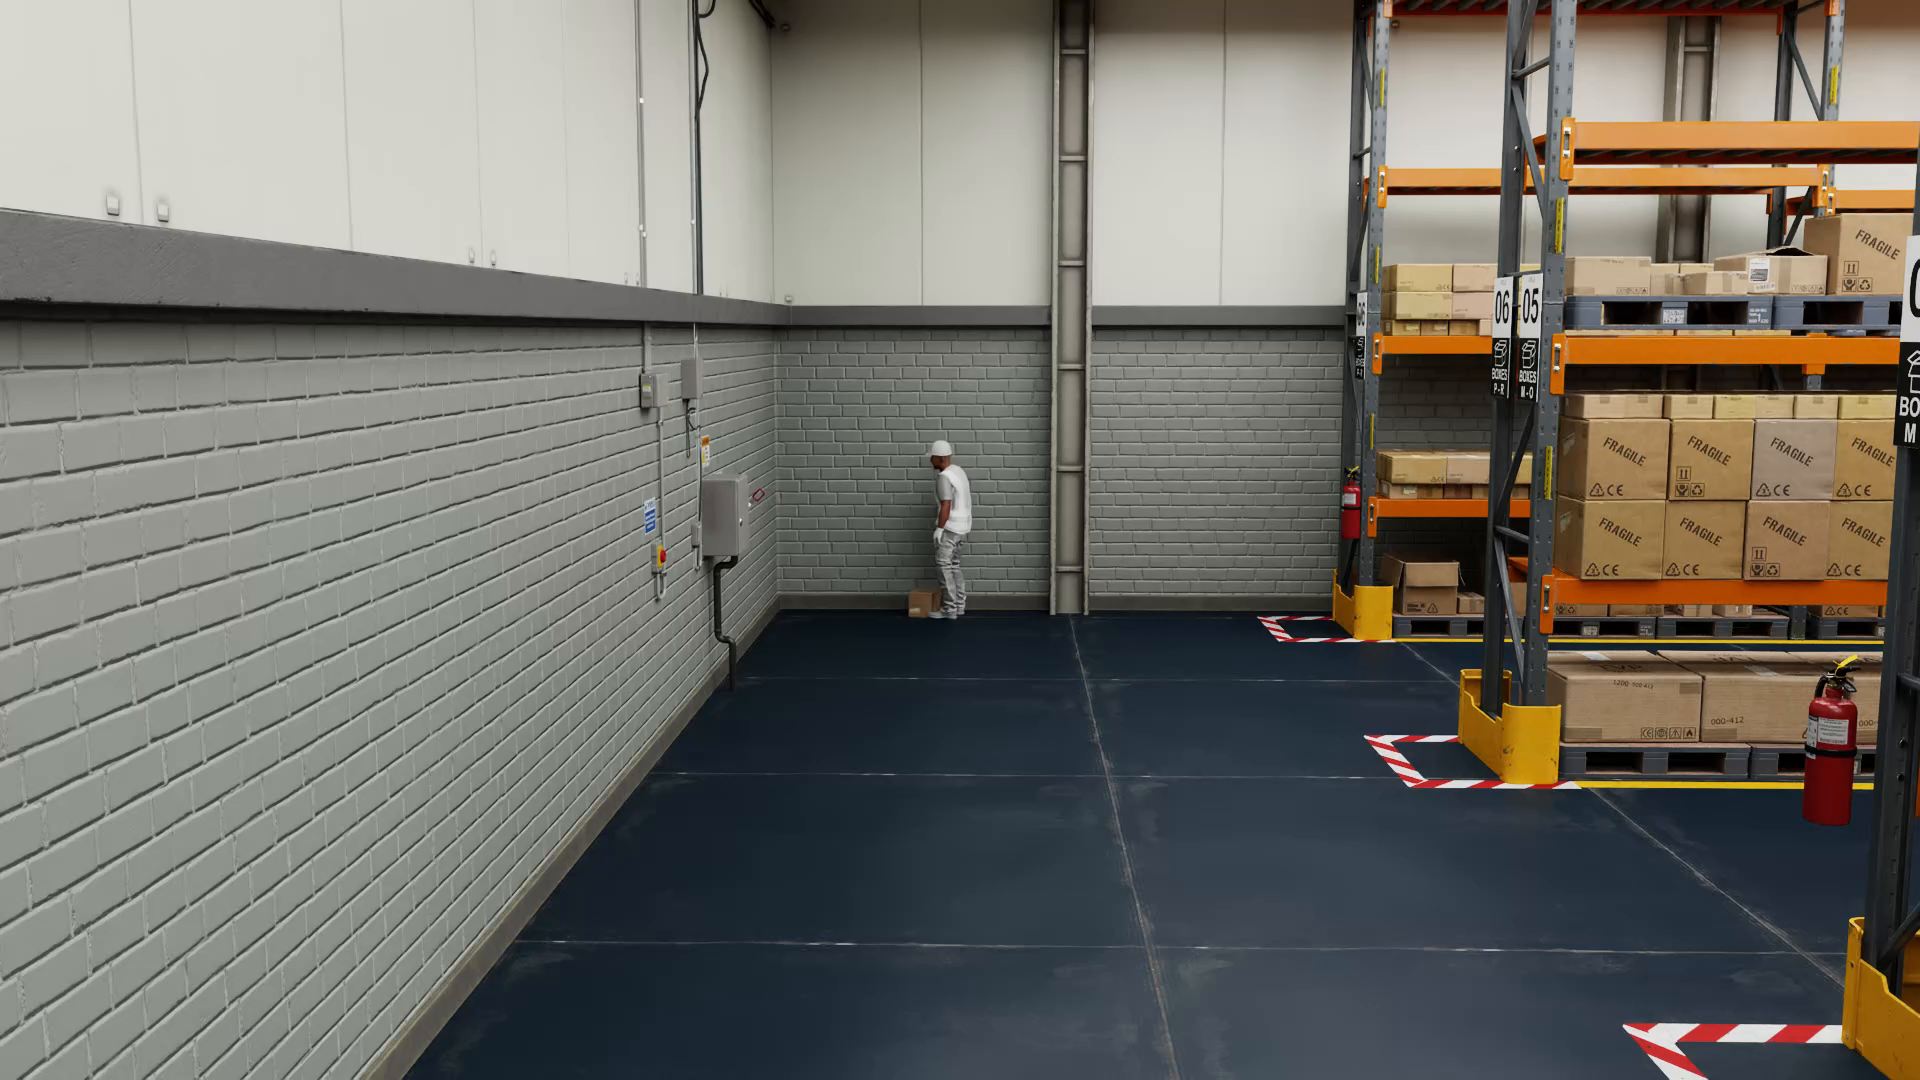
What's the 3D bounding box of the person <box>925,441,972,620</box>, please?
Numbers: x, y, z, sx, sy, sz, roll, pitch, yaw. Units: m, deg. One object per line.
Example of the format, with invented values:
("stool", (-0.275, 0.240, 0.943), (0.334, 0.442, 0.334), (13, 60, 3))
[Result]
("person", (-0.123, -0.106, 16.578), (0.452, 1.772, 0.616), (2, 7, 18))
